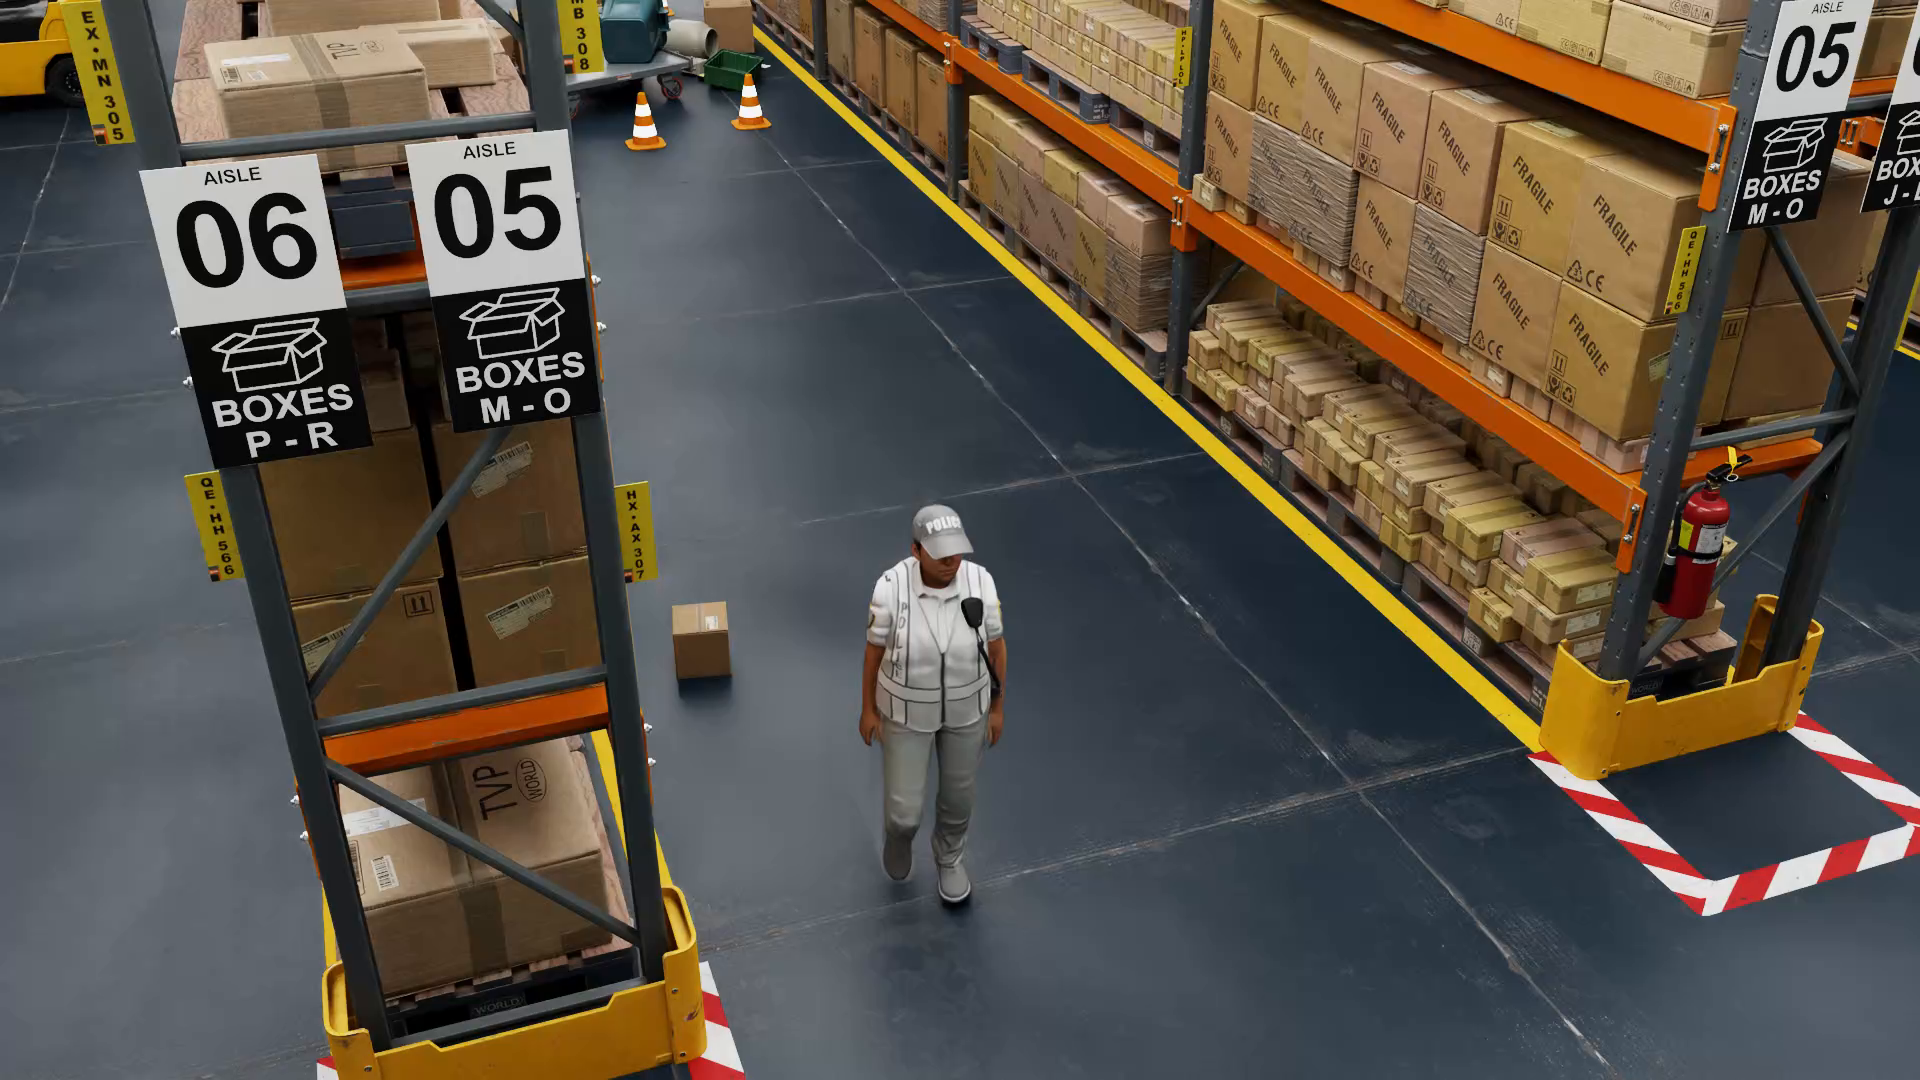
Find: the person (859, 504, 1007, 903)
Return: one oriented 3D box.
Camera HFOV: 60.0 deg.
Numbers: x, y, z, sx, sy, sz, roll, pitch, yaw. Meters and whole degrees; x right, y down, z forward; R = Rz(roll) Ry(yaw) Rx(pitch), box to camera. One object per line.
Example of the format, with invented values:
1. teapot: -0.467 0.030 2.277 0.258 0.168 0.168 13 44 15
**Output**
1. person: -0.091 0.624 6.005 0.535 1.665 0.453 -6 31 -10
